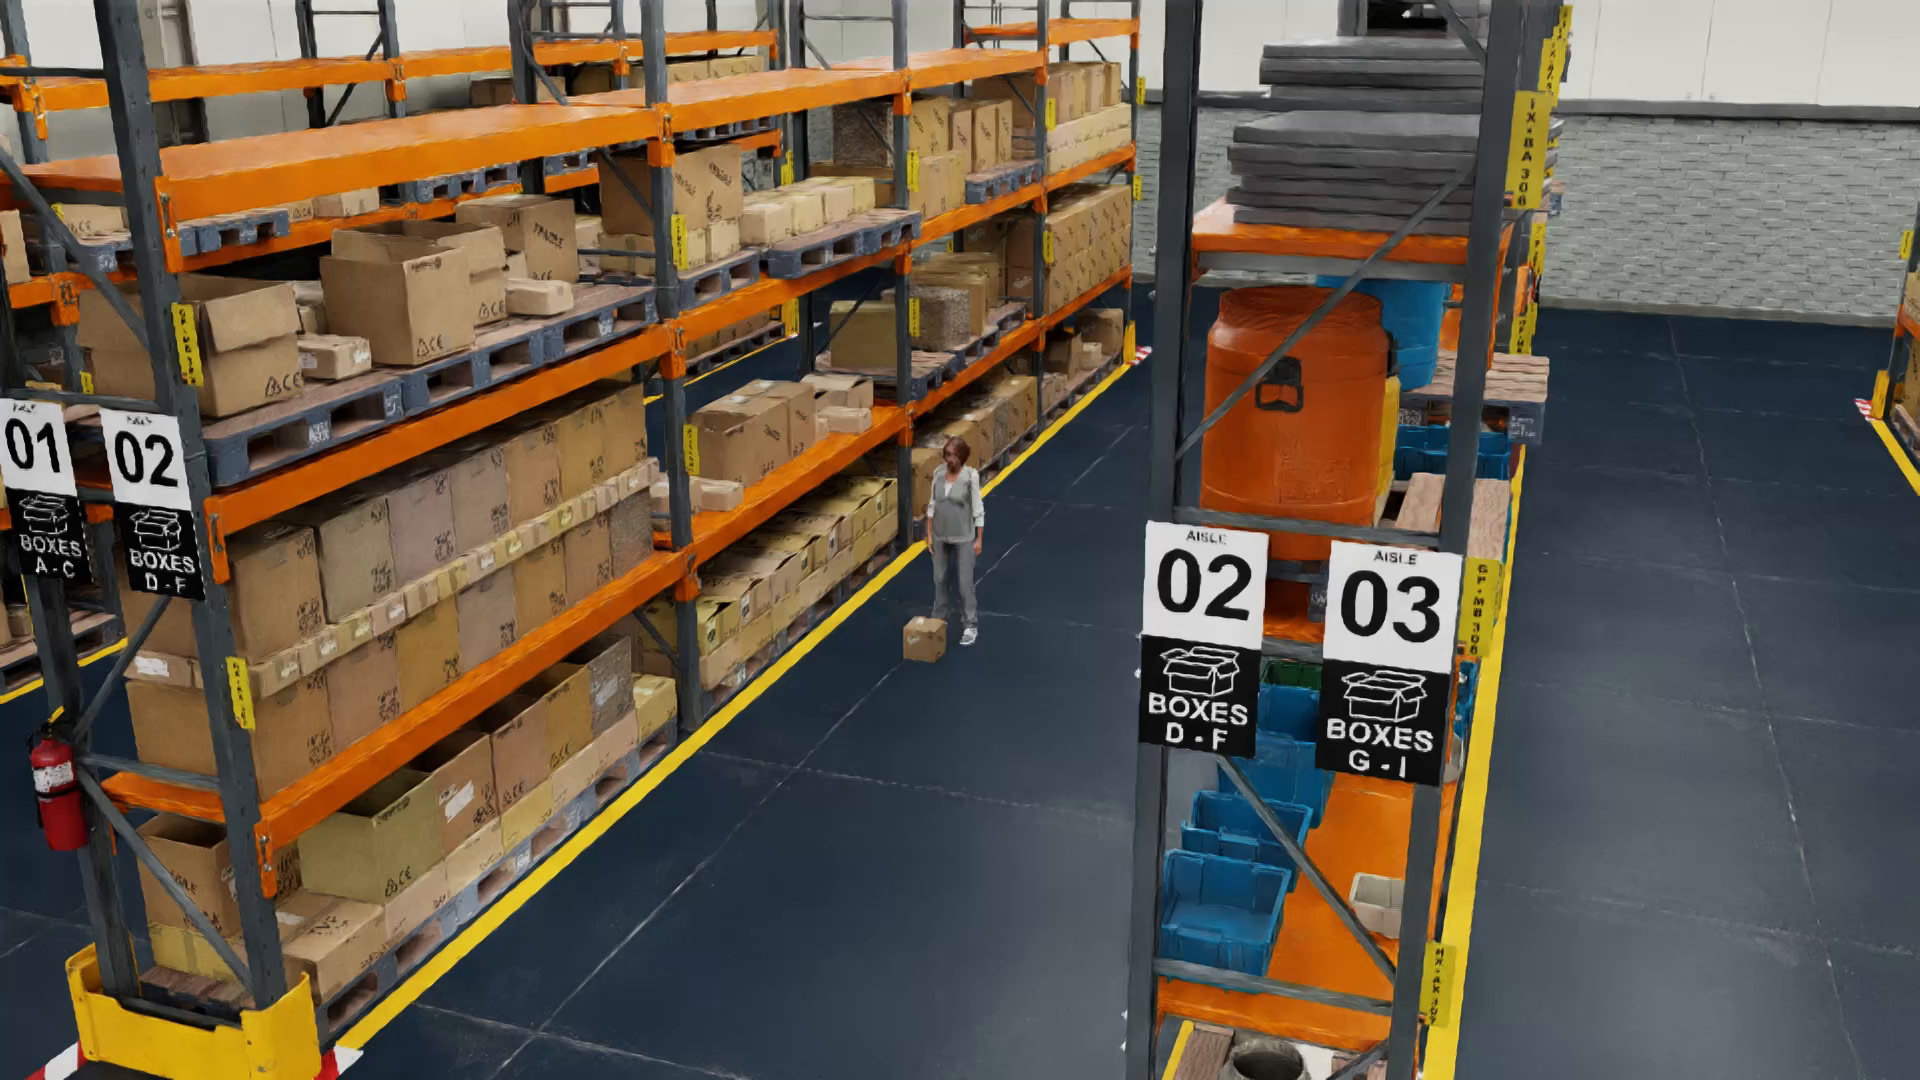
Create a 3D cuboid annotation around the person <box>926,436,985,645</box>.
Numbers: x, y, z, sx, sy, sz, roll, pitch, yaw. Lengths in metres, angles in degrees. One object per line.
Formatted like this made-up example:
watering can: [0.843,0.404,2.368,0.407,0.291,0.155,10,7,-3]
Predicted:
person: [-0.033,0.002,12.616,0.445,1.629,0.359,7,20,20]
